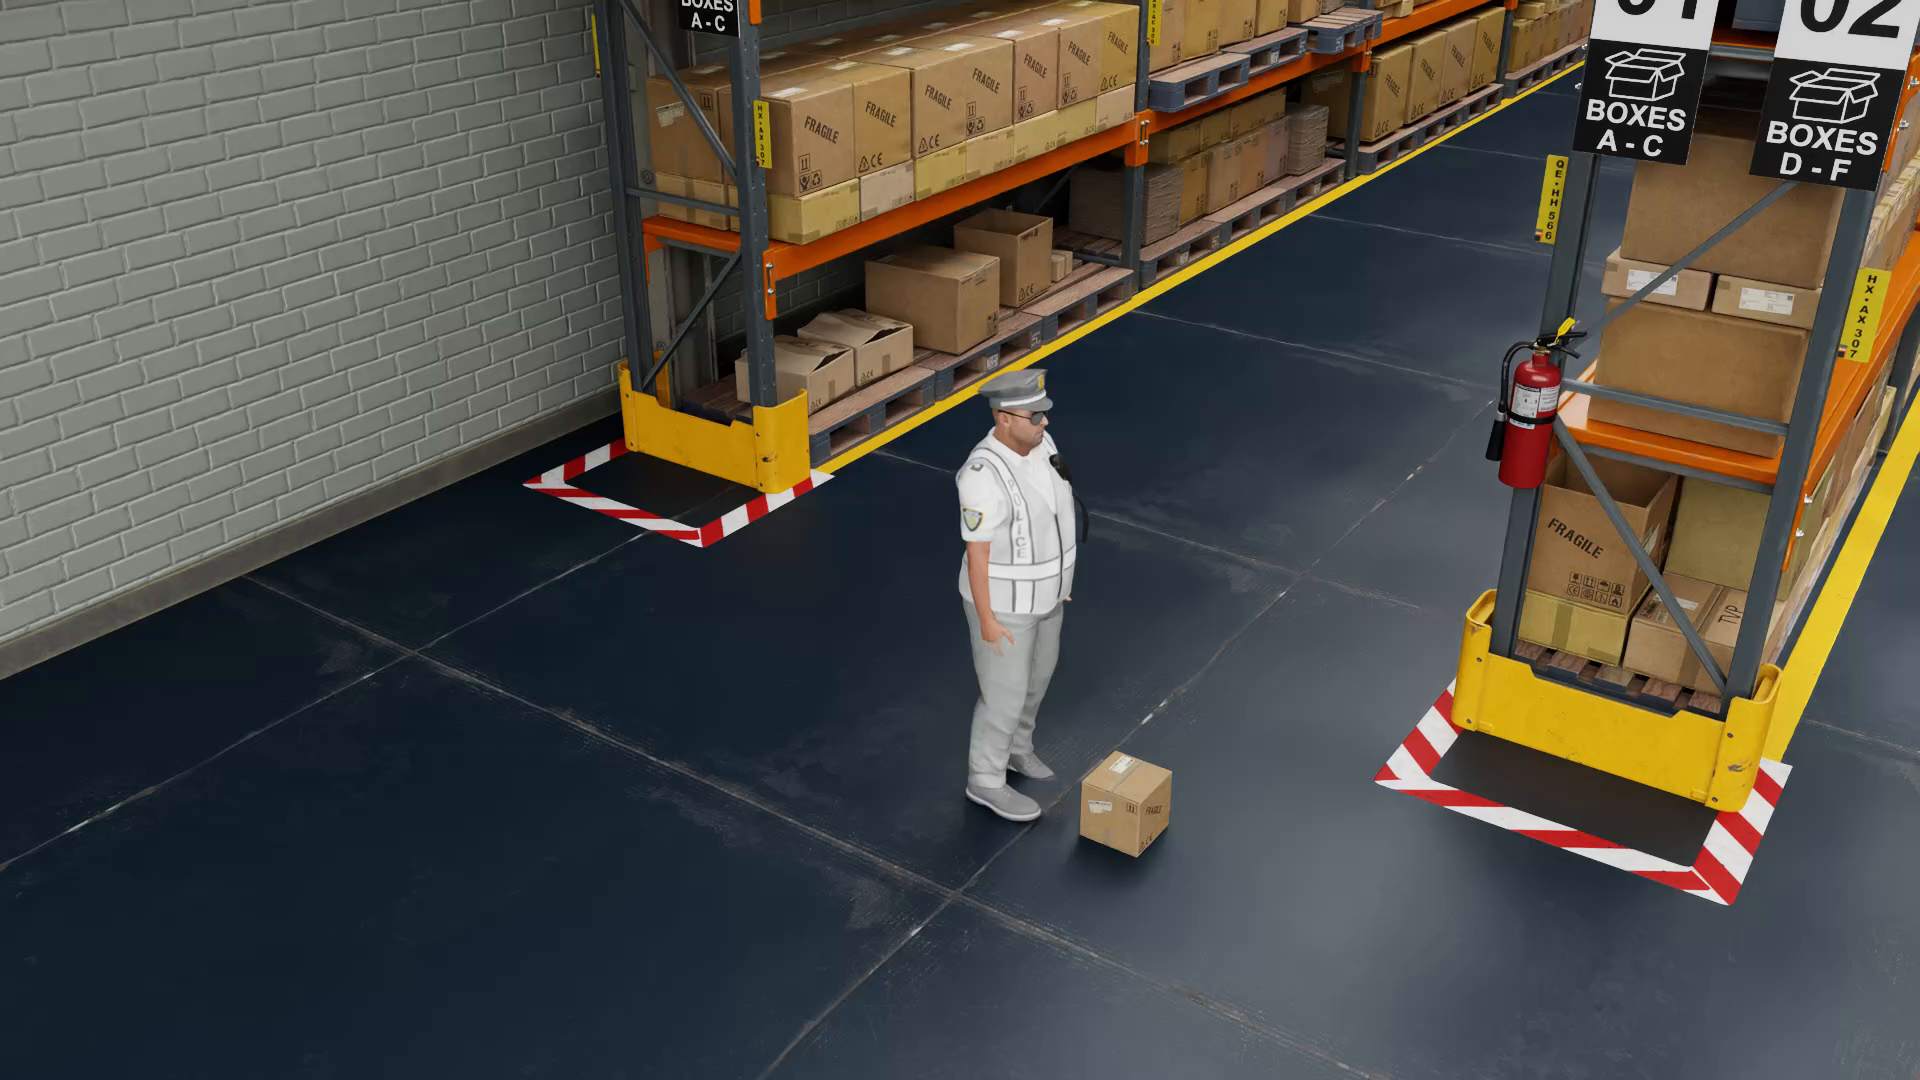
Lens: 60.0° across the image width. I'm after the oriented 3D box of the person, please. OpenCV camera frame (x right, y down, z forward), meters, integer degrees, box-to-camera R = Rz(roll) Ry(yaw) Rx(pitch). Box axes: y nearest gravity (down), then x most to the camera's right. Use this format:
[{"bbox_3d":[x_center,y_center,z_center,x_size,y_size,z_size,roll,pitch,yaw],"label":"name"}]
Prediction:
[{"bbox_3d":[0.225,0.214,6.226,0.397,1.810,0.527,18,32,31],"label":"person"}]
